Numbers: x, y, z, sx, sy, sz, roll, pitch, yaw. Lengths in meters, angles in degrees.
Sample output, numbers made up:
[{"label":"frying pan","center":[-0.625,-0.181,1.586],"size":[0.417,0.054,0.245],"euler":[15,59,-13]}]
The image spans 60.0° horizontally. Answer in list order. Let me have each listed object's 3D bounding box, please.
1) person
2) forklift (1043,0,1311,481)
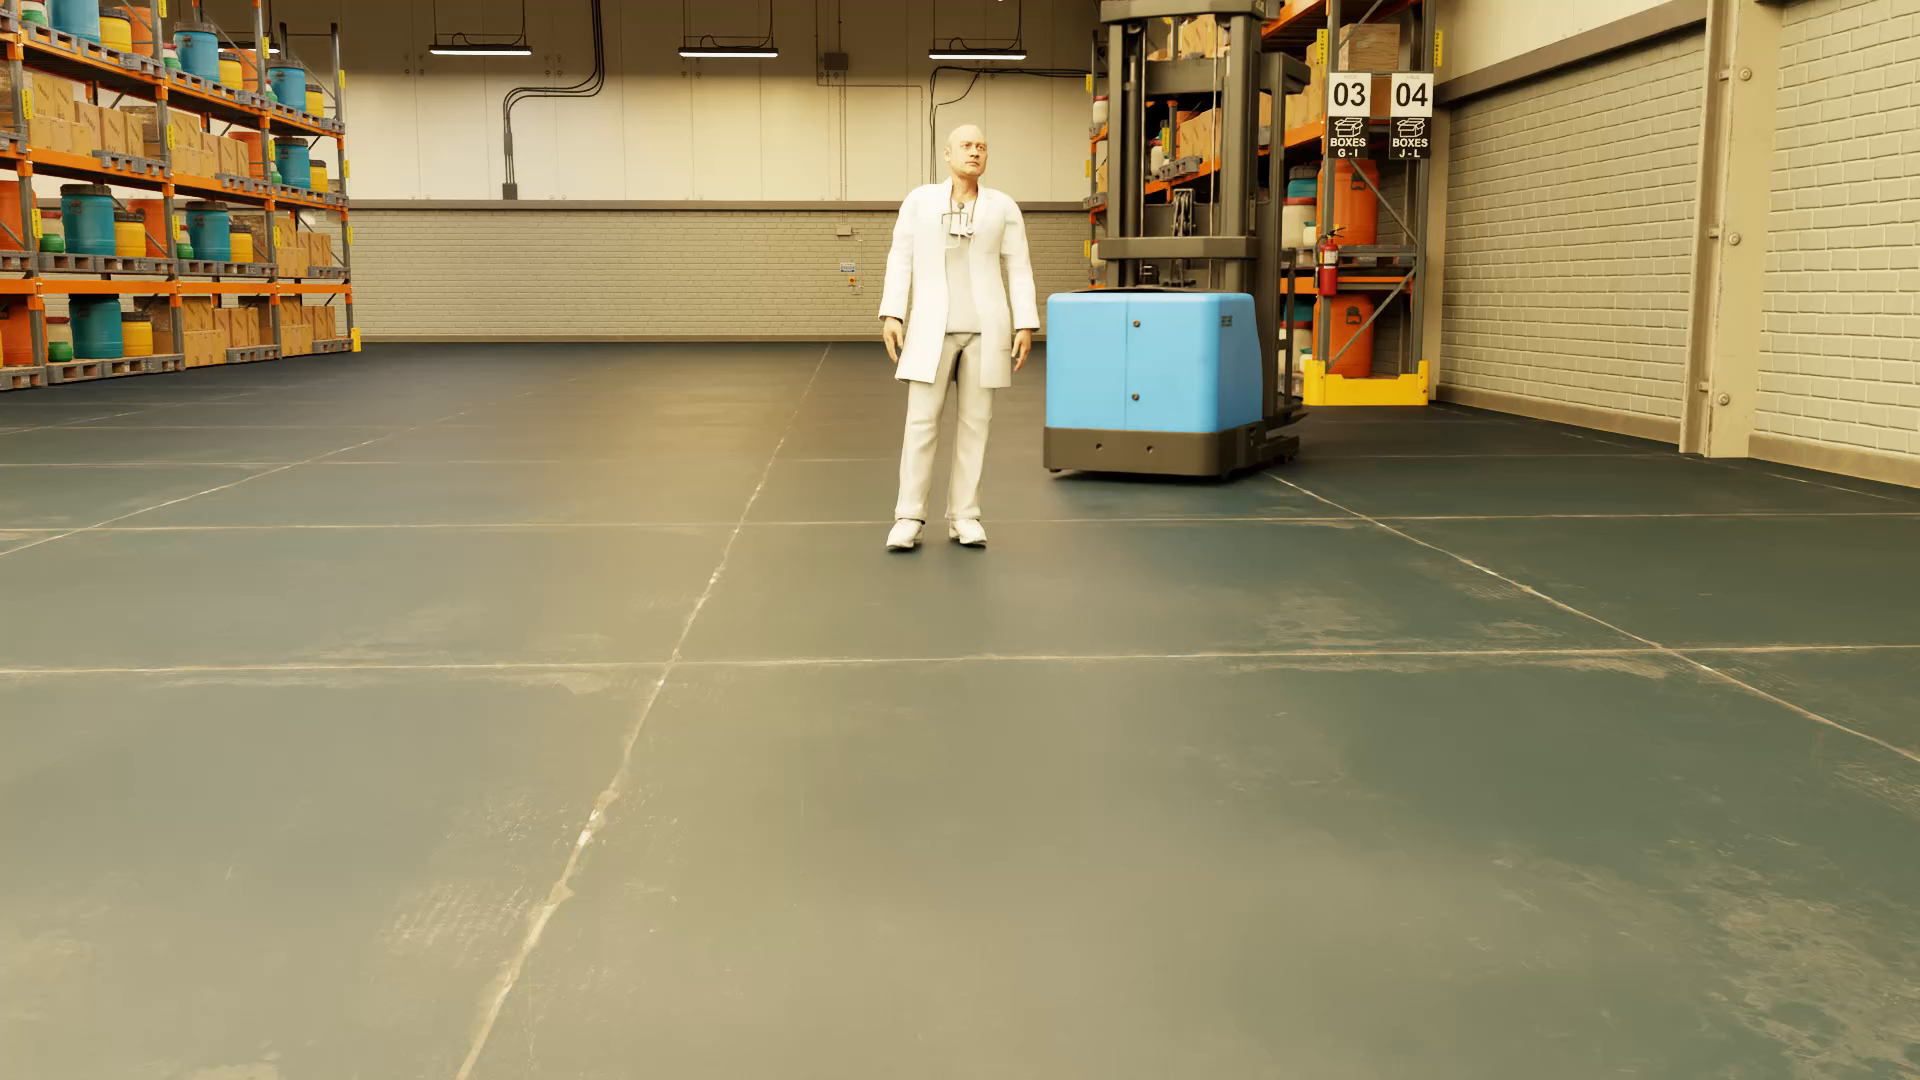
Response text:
[{"label":"person","center":[0.002,-0.873,7.088],"size":[0.696,1.777,0.578],"euler":[-1,8,-4]},{"label":"forklift","center":[1.558,-1.962,10.544],"size":[1.130,2.935,3.031],"euler":[4,9,24]}]
